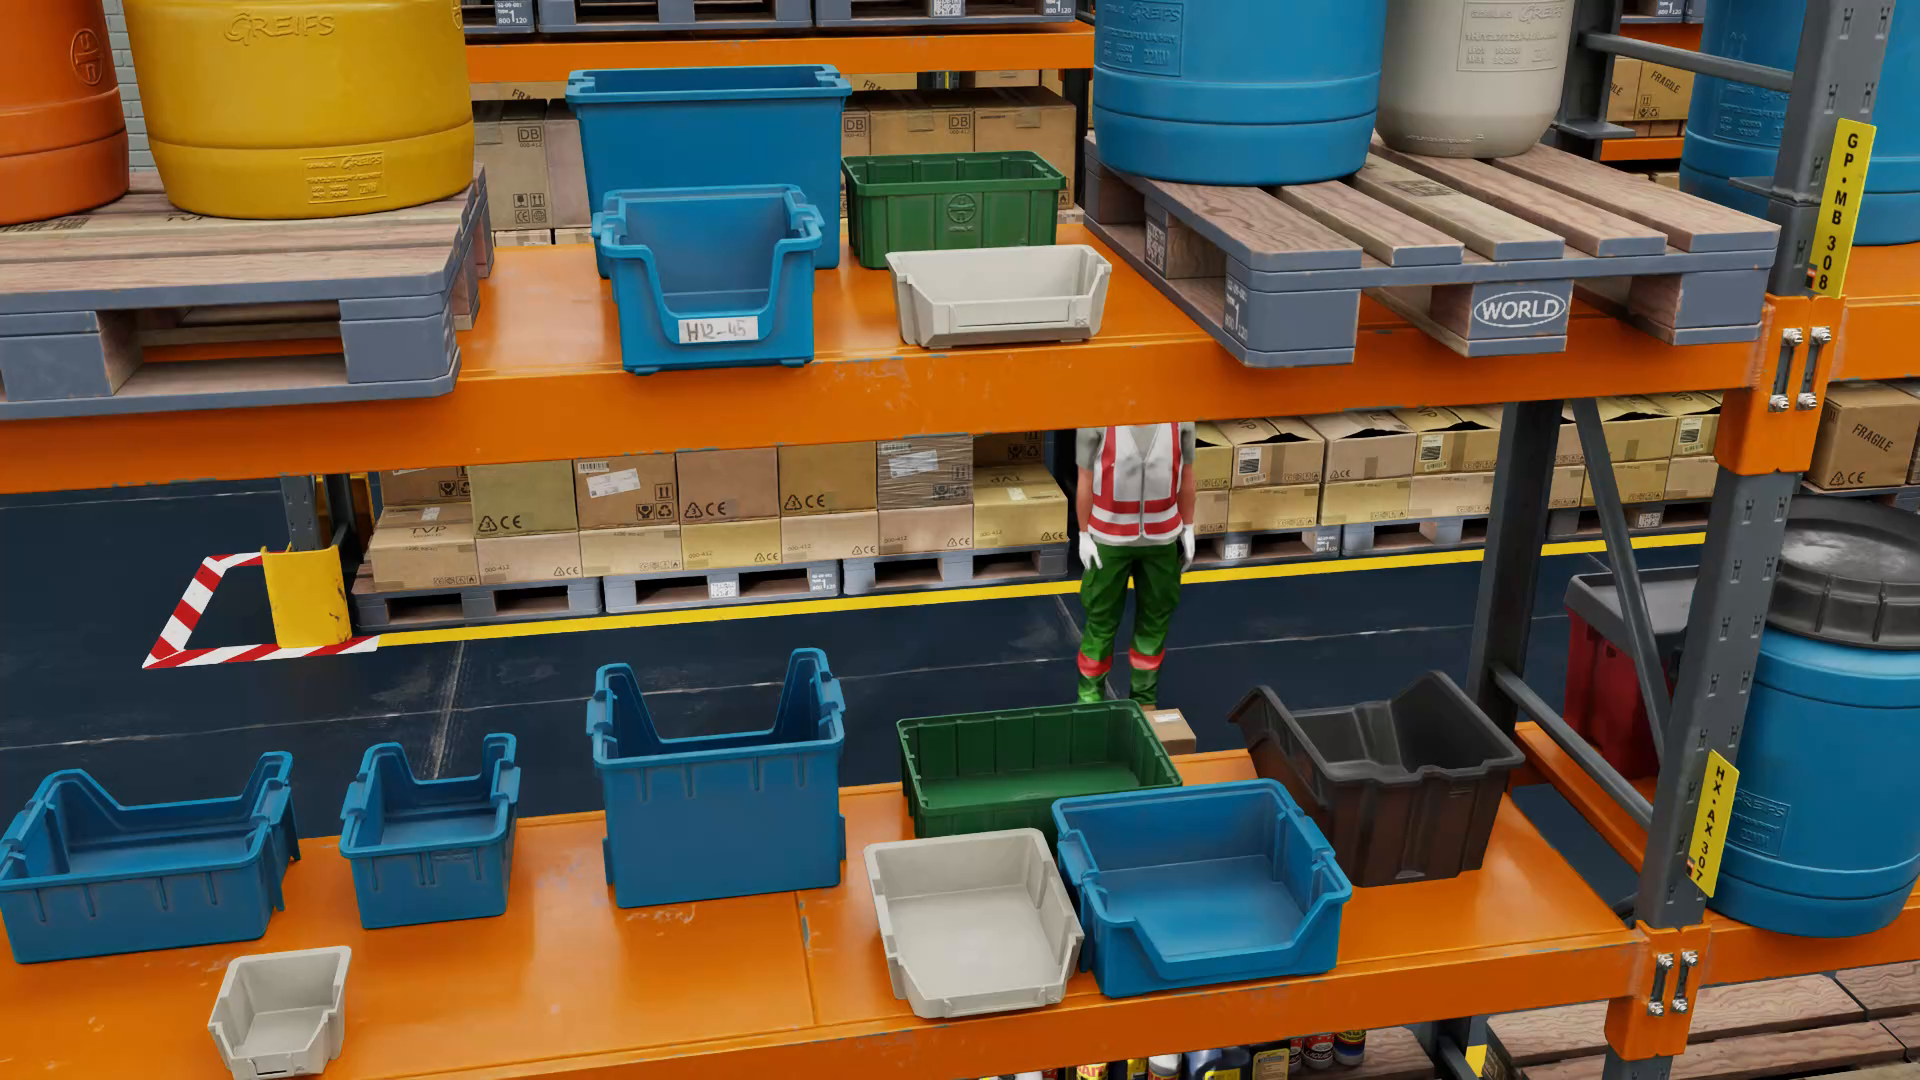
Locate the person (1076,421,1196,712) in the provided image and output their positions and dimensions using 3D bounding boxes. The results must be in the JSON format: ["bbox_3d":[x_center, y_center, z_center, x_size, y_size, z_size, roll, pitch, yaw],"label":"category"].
[{"bbox_3d":[0.748,-0.010,7.089,0.524,1.787,0.346,-3,23,-8],"label":"person"}]
